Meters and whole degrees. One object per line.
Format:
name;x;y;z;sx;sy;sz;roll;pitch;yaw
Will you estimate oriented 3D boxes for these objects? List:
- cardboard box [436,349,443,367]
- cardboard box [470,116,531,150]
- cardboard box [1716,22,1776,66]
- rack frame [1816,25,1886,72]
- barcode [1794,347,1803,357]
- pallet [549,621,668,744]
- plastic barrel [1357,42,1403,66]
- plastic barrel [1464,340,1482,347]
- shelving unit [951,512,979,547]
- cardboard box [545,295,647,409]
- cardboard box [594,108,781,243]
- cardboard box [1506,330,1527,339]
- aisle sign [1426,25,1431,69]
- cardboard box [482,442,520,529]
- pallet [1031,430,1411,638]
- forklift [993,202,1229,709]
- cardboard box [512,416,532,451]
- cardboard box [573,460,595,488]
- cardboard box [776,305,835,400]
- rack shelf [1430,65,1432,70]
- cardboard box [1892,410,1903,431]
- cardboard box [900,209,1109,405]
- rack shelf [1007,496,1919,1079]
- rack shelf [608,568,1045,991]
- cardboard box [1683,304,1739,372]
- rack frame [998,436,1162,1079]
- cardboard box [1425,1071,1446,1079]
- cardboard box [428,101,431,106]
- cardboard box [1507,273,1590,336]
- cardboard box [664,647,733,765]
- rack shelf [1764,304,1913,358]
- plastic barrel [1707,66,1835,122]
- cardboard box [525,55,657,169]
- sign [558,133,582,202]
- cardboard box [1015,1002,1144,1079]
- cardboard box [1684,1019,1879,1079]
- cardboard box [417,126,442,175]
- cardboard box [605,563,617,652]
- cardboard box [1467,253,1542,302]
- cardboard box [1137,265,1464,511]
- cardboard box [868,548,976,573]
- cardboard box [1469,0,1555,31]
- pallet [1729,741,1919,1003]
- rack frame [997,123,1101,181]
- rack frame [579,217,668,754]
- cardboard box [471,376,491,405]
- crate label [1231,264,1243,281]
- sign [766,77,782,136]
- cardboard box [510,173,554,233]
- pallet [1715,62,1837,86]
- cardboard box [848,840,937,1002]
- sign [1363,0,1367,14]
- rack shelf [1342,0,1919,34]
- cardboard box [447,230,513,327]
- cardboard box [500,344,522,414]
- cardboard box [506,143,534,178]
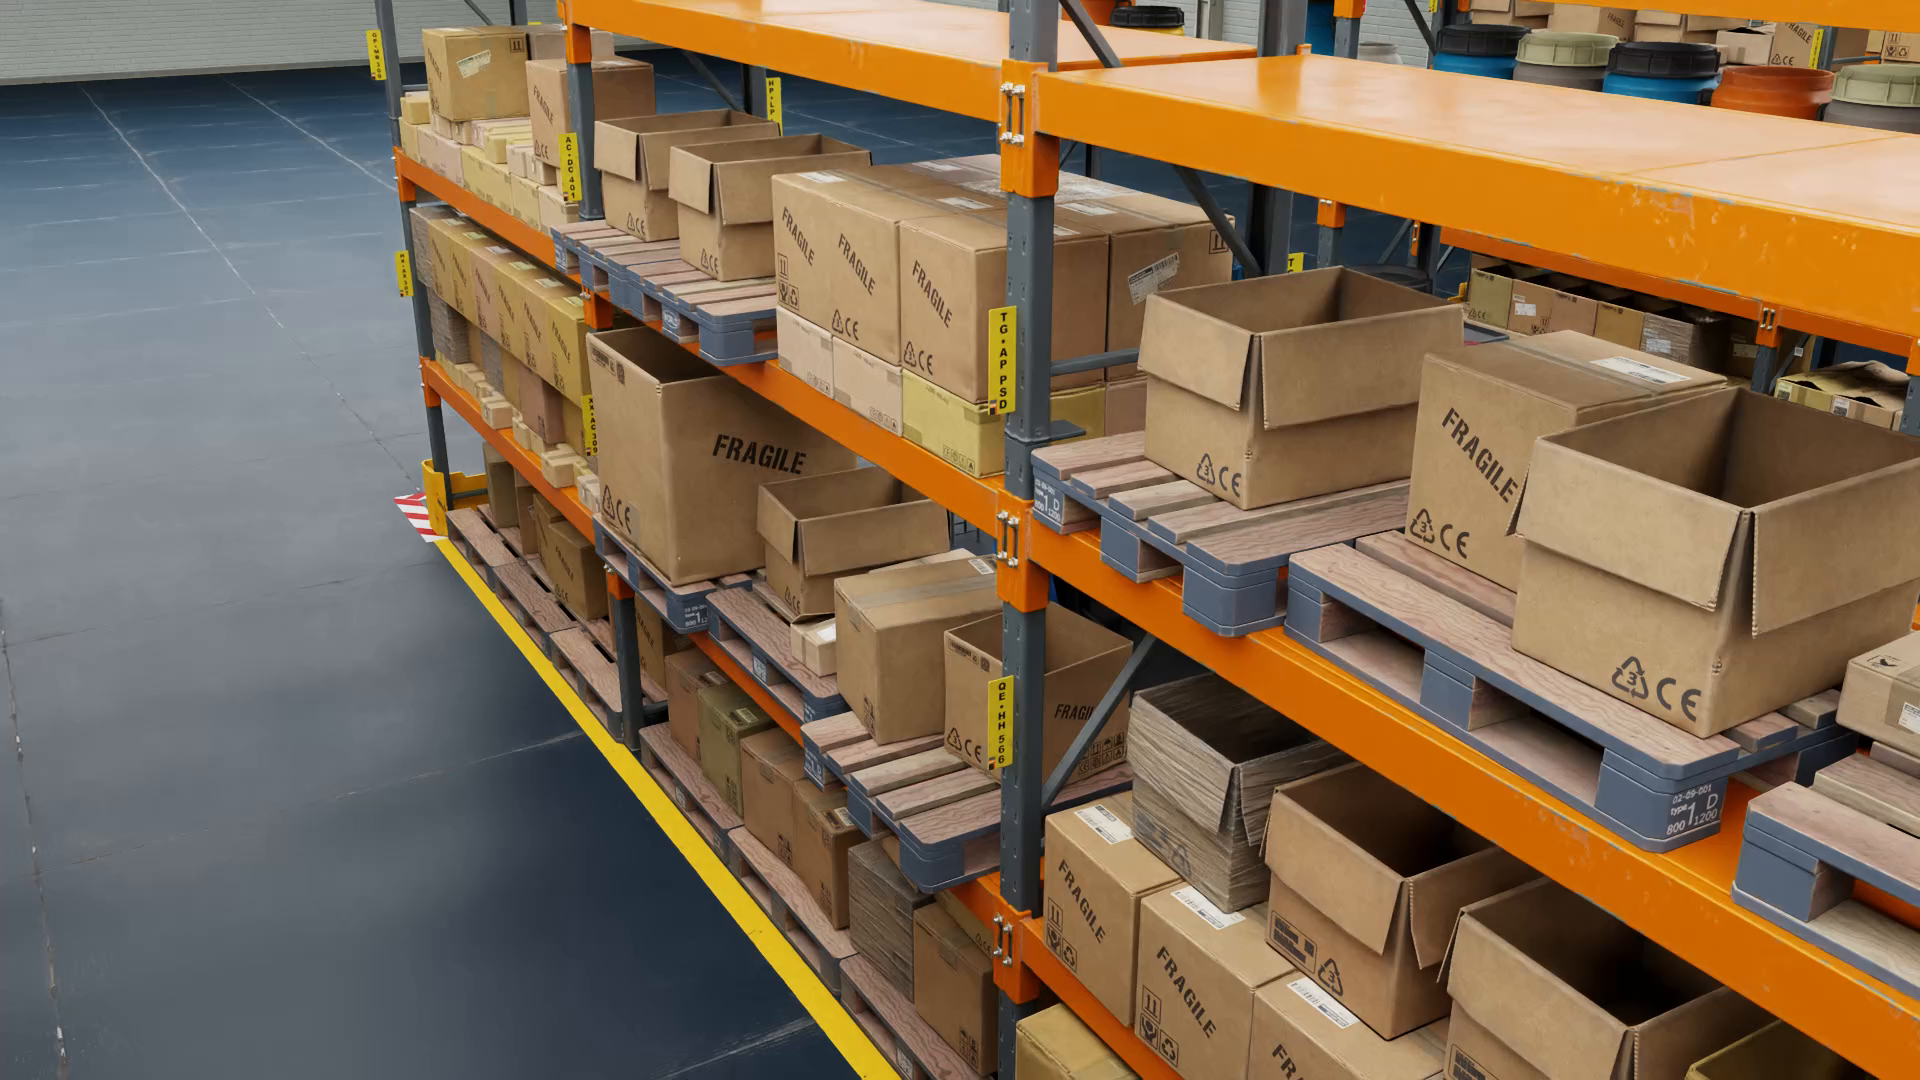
cardboard box;-3.549;-1.345;11.970;0.380;0.149;0.250;-13;25;-28
cardboard box;-2.745;-2.471;10.094;0.380;0.149;0.250;-13;25;-29
cardboard box;6.766;-4.205;14.065;0.500;0.311;0.500;-14;26;-31
rack frame;7.072;-4.988;12.632;1.000;3.000;0.127;-13;25;-28
barcode;6.845;-1.537;13.569;0.001;0.075;0.075;-13;25;-28
pallet;-1.820;0.777;10.120;1.003;0.211;1.213;-13;25;-28
plastic barrel;2.761;-3.070;11.192;0.421;0.512;0.421;0;22;0
plastic barrel;3.112;-0.968;10.530;0.433;0.535;0.433;0;22;0
shelving unit;-0.007;-0.561;12.097;0.258;1.200;0.189;-13;25;-28
cardboard box;-1.913;-1.045;9.042;0.500;0.500;0.500;-13;25;-28
cardboard box;-1.291;-1.765;7.993;0.797;0.503;0.637;-14;26;-31
cardboard box;5.625;-1.885;16.059;0.500;0.250;0.500;-13;25;-28
aisle sign;4.732;-4.670;16.366;0.394;0.787;0.004;-13;25;-28
cardboard box;-3.185;-0.431;12.149;0.500;0.500;0.500;-8;23;-18
pallet;0.972;-0.114;4.875;1.213;0.211;1.003;-11;25;-26
forklift;1.218;-0.244;9.020;1.130;2.935;3.031;-9;24;-21
cardboard box;-2.562;-0.690;10.358;0.380;0.149;0.250;-13;25;-28
cardboard box;-2.004;-0.377;9.588;0.380;0.149;0.250;-13;25;-28
cardboard box;-0.376;-0.758;6.408;0.500;0.250;0.500;-12;25;-27
rack shelf;6.050;-3.913;14.926;1.077;0.370;4.000;-13;25;-28
cardboard box;7.586;-0.877;12.835;0.500;0.311;0.500;-14;26;-30
cardboard box;0.138;-0.784;5.475;0.500;0.500;0.500;-12;25;-27
rack shelf;1.619;0.581;3.869;1.077;0.370;4.000;-13;25;-28
rack shelf;-0.424;0.676;7.620;1.077;0.370;4.000;-13;25;-28
cardboard box;6.842;-1.848;14.972;0.500;0.500;0.500;-13;25;-28
rack frame;0.597;0.990;5.892;1.000;3.000;0.127;-13;25;-28
cardboard box;1.395;1.647;4.142;0.500;0.500;0.500;-13;25;-28
cardboard box;-3.263;-2.810;10.927;0.380;0.149;0.250;-13;26;-29
cardboard box;5.635;-2.235;15.923;0.500;0.500;0.500;-13;25;-28
cardboard box;-1.151;0.852;8.966;0.700;0.500;0.500;-15;26;-32
rack shelf;8.094;-1.228;12.305;1.077;0.370;4.000;-13;25;-28
plastic barrel;4.288;-2.070;8.867;0.600;0.830;0.708;-13;25;-28
cardboard box;-1.895;-2.207;8.581;0.500;0.500;0.500;-13;26;-30
sign;-1.909;-1.827;8.152;0.100;0.325;0.005;-13;25;-28
cardboard box;0.932;2.007;5.653;1.225;0.875;0.875;-14;26;-31
cardboard box;1.966;1.344;3.555;0.797;0.503;0.637;-12;25;-28
cardboard box;-3.197;-2.548;10.812;0.500;0.250;0.500;-13;26;-29
cardboard box;-1.915;0.338;10.259;0.500;0.500;0.500;-5;23;-11
cardboard box;5.559;-2.655;16.959;0.500;0.500;0.500;-13;25;-28
cardboard box;0.971;-0.458;4.777;0.797;0.503;0.637;-11;25;-25
cardboard box;-0.061;0.278;7.284;0.500;0.250;0.500;-13;26;-30
cardboard box;5.319;-5.014;15.798;0.797;0.503;0.637;-11;24;-25
pallet;2.130;0.697;2.884;0.805;0.209;1.217;-14;26;-30
rack frame;0.769;-2.552;14.607;1.000;3.000;0.127;-13;25;-28
rack frame;-1.446;-0.305;9.077;1.000;3.000;0.127;-13;25;-28
cardboard box;-3.056;-1.017;11.164;0.380;0.149;0.250;-13;25;-28
crate label;1.941;-2.025;13.262;0.502;0.435;0.616;-13;25;-28
sign;-0.971;-2.224;8.606;0.100;0.325;0.005;-13;25;-28
cardboard box;-2.161;-1.893;9.201;0.500;0.250;0.500;-12;25;-27
pallet;6.614;-3.829;13.881;1.003;0.211;1.213;-13;25;-28
cardboard box;-0.057;1.554;7.239;0.700;0.500;0.500;-15;27;-33
sign;6.174;-8.243;25.529;0.001;0.298;0.199;-13;25;-28
rack shelf;3.834;-2.870;8.909;1.077;0.370;4.000;-13;25;-28
cardboard box;-2.937;-1.692;10.634;0.500;0.500;0.500;-13;25;-28
cardboard box;-2.410;-1.127;10.573;0.875;0.500;0.500;-13;25;-28
cardboard box;-2.284;-2.112;9.210;0.380;0.149;0.250;-13;26;-30
